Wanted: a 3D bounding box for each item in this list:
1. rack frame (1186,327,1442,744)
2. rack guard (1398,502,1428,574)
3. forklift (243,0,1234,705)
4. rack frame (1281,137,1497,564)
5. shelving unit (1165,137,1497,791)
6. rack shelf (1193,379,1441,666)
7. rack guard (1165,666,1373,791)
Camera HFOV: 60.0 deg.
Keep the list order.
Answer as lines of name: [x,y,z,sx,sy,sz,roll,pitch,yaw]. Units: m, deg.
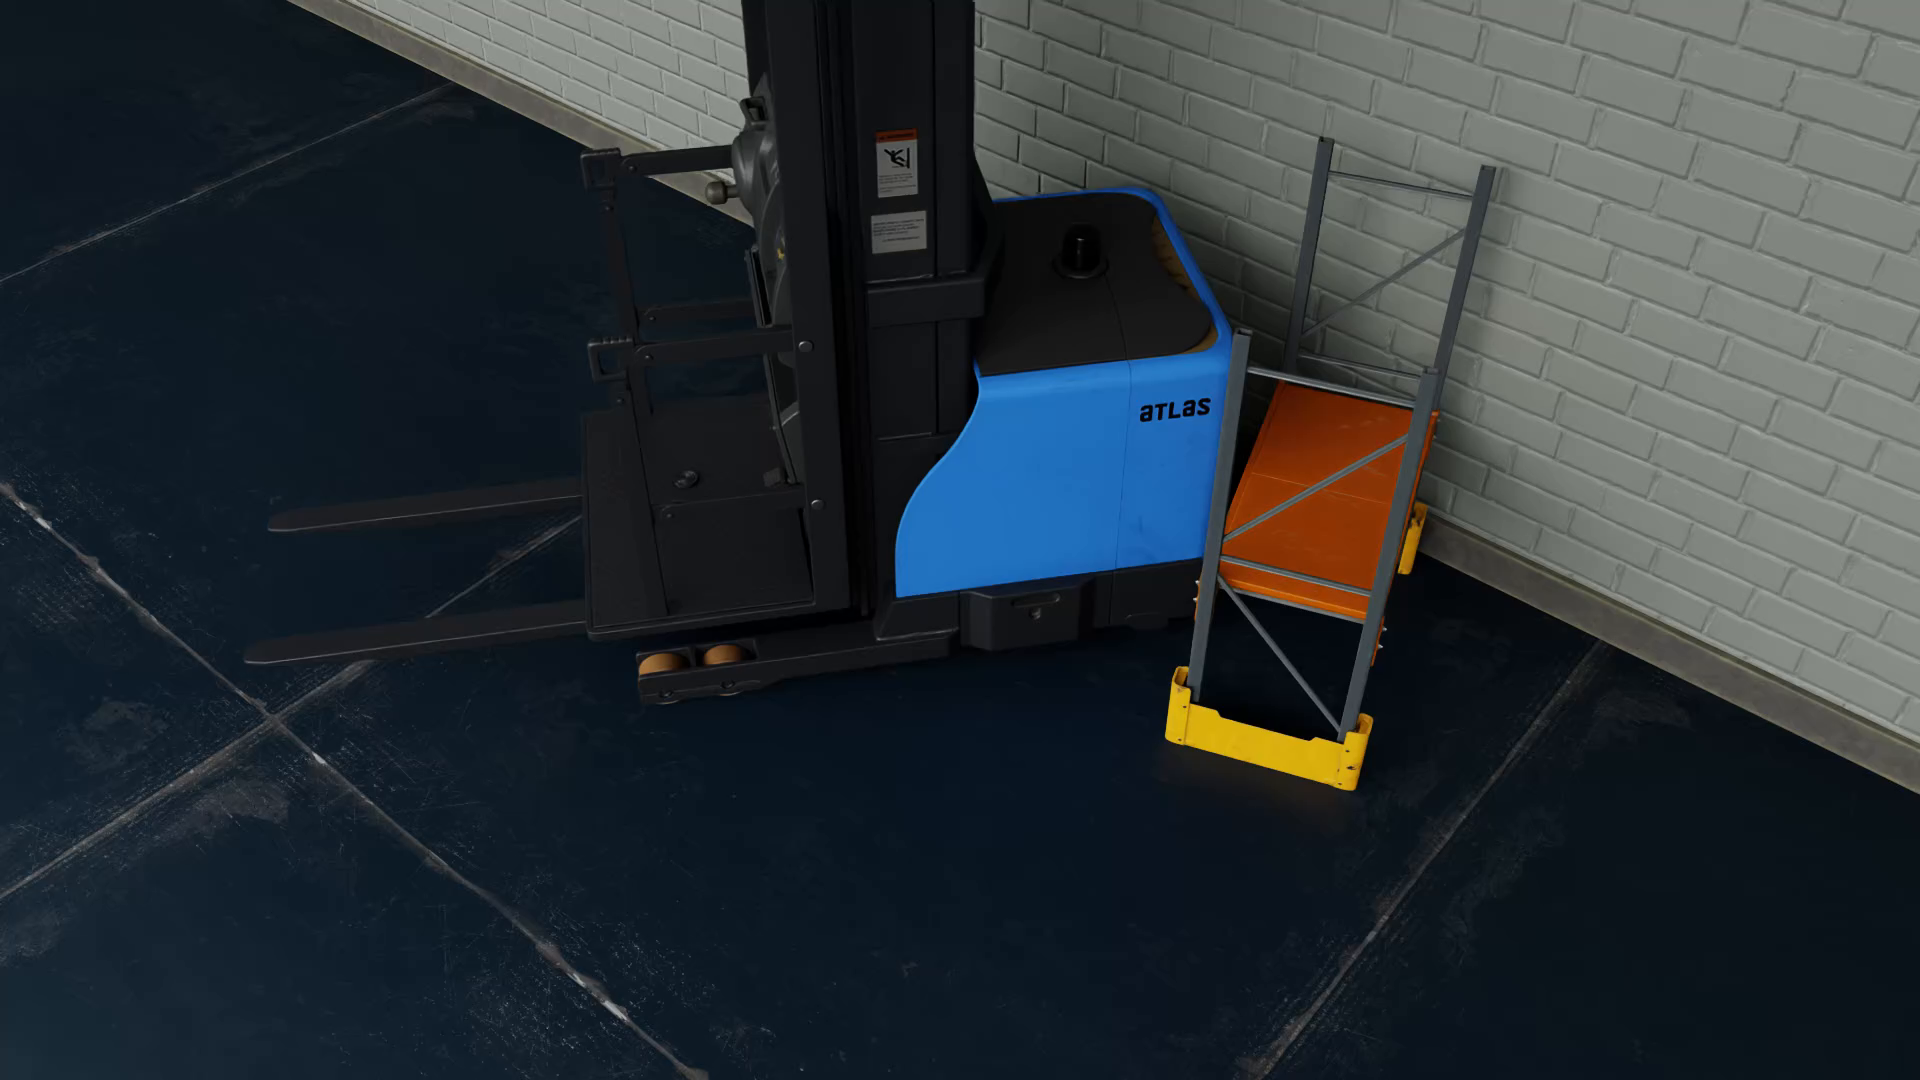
rack frame: [0.911,0.098,4.527,0.500,1.500,0.032,14,44,15]
rack guard: [1.262,-0.067,5.638,0.587,0.250,0.087,14,44,15]
forklift: [-0.734,-0.959,4.626,3.031,2.935,1.130,-7,43,-8]
rack frame: [1.269,-0.542,5.231,0.500,1.500,0.032,14,44,15]
shelving unit: [1.087,-0.216,4.873,0.587,1.500,1.083,14,44,15]
rack shelf: [1.090,-0.089,5.000,0.538,0.185,1.000,14,44,15]
rack guard: [0.911,0.560,4.948,0.587,0.250,0.087,14,44,15]
